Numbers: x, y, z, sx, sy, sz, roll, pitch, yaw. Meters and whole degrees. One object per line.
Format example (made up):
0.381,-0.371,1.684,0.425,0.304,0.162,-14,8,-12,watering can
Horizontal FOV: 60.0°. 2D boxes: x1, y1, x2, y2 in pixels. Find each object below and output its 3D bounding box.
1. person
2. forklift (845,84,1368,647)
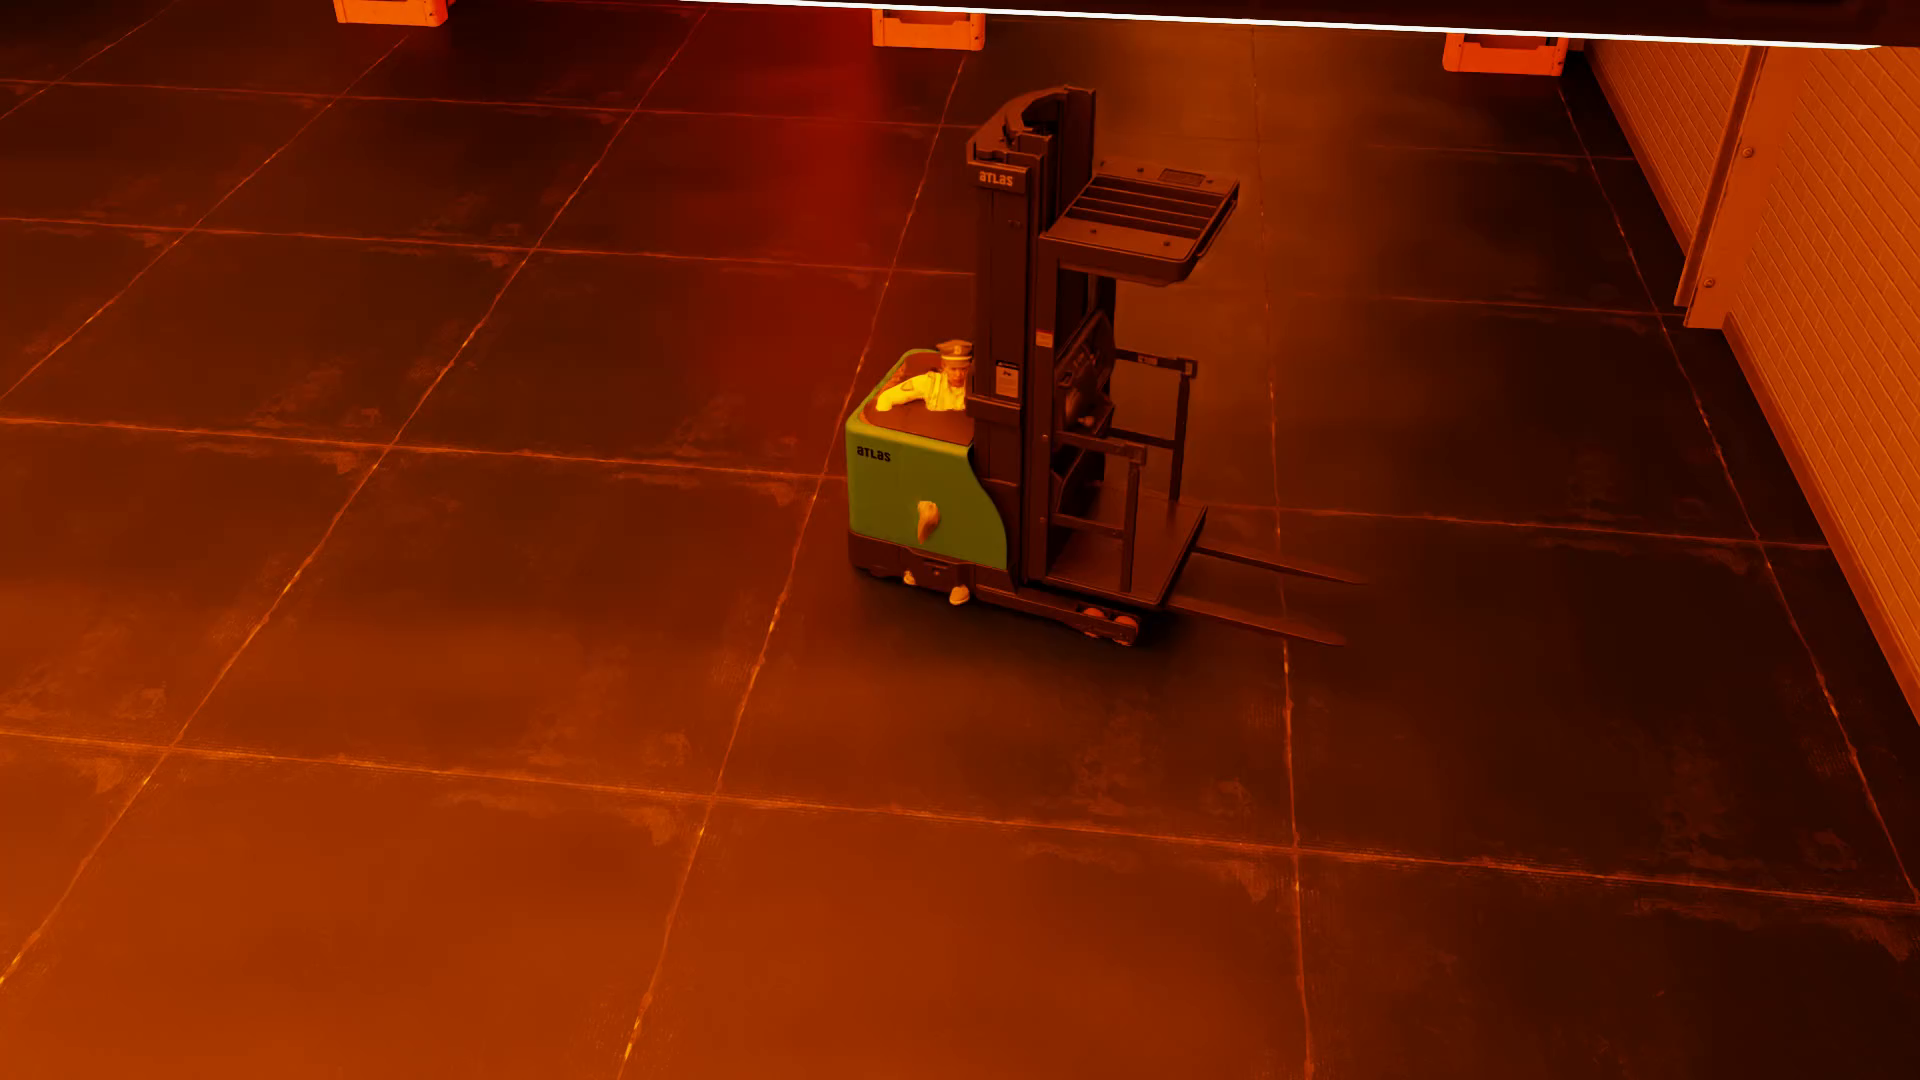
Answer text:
-0.055,-0.413,9.724,0.918,1.451,0.814,-5,37,-7,person
0.884,-0.930,9.291,3.031,2.935,1.130,14,39,18,forklift
